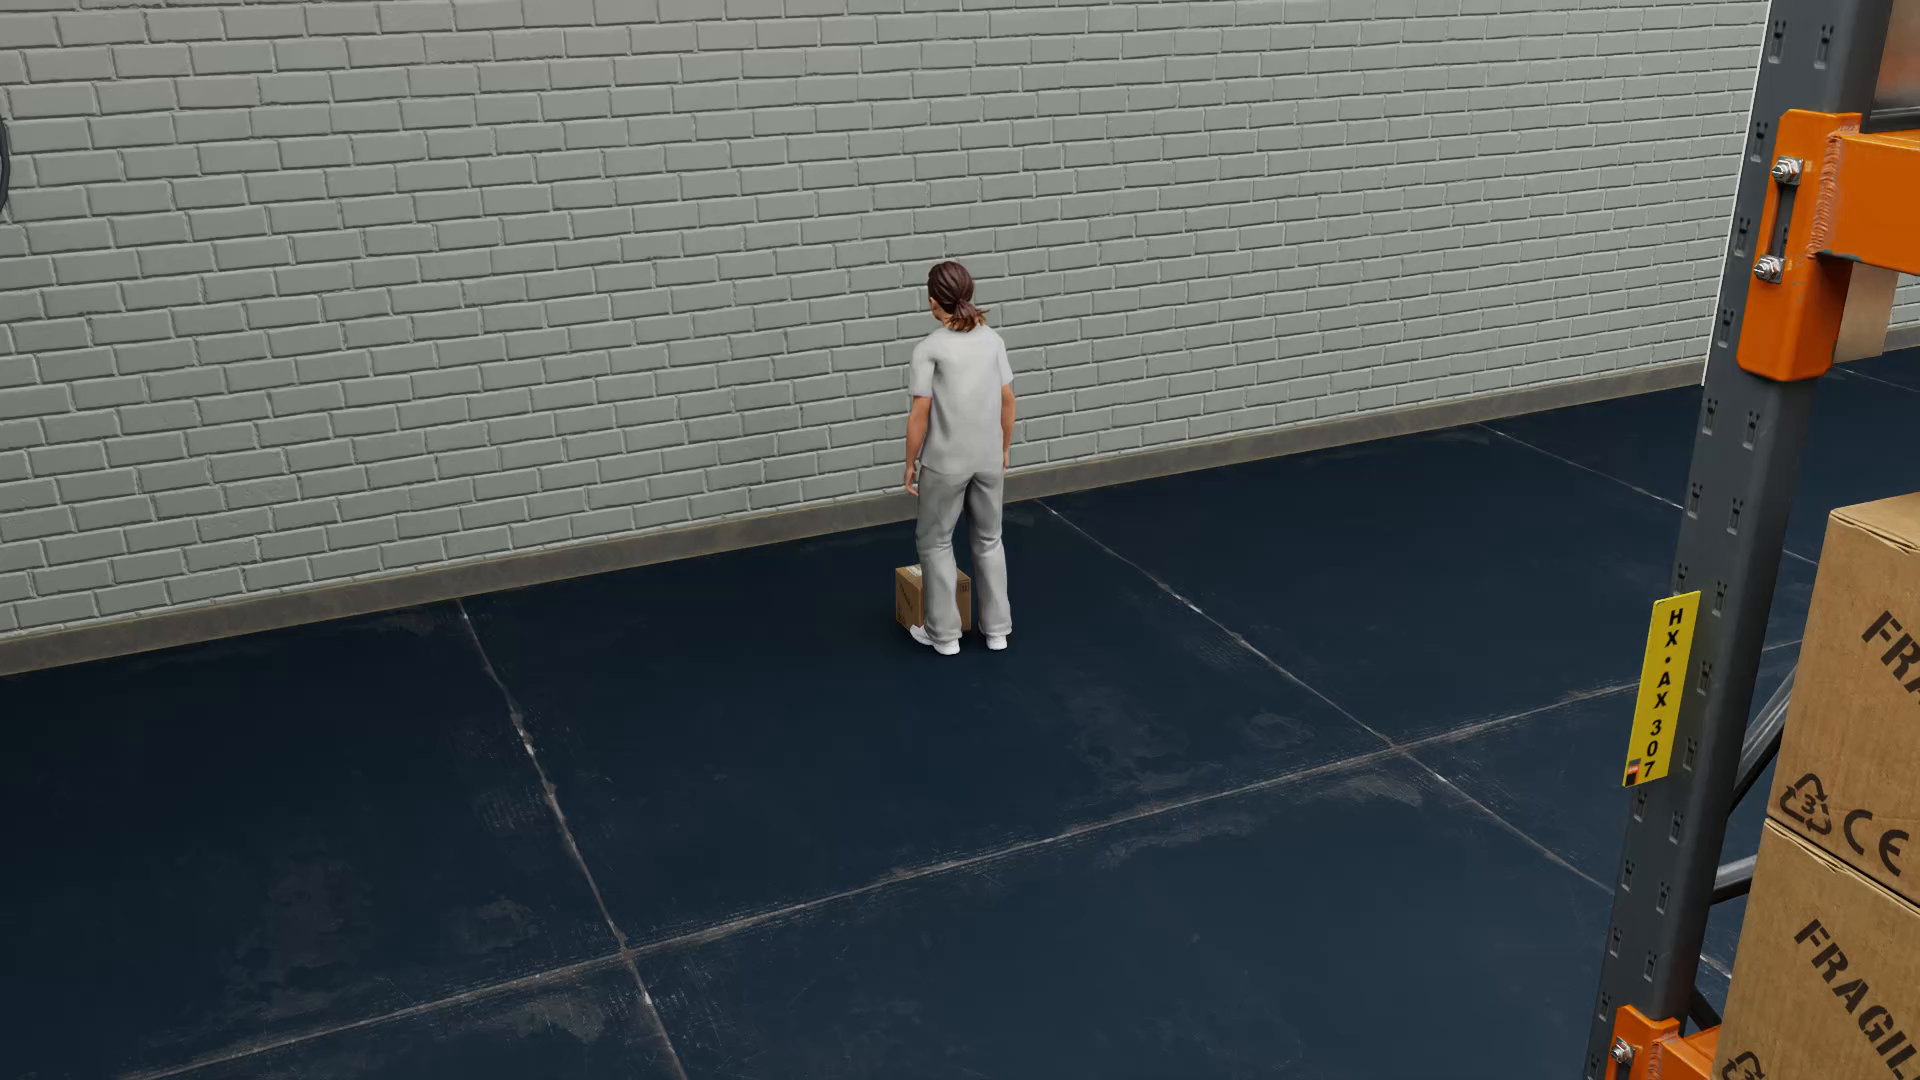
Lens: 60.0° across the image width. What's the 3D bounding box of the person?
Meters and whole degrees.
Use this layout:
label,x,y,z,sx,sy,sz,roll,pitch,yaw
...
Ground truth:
label,x,y,z,sx,sy,sz,roll,pitch,yaw
person,-0.013,-0.323,6.882,0.490,1.673,0.404,-10,24,-24
